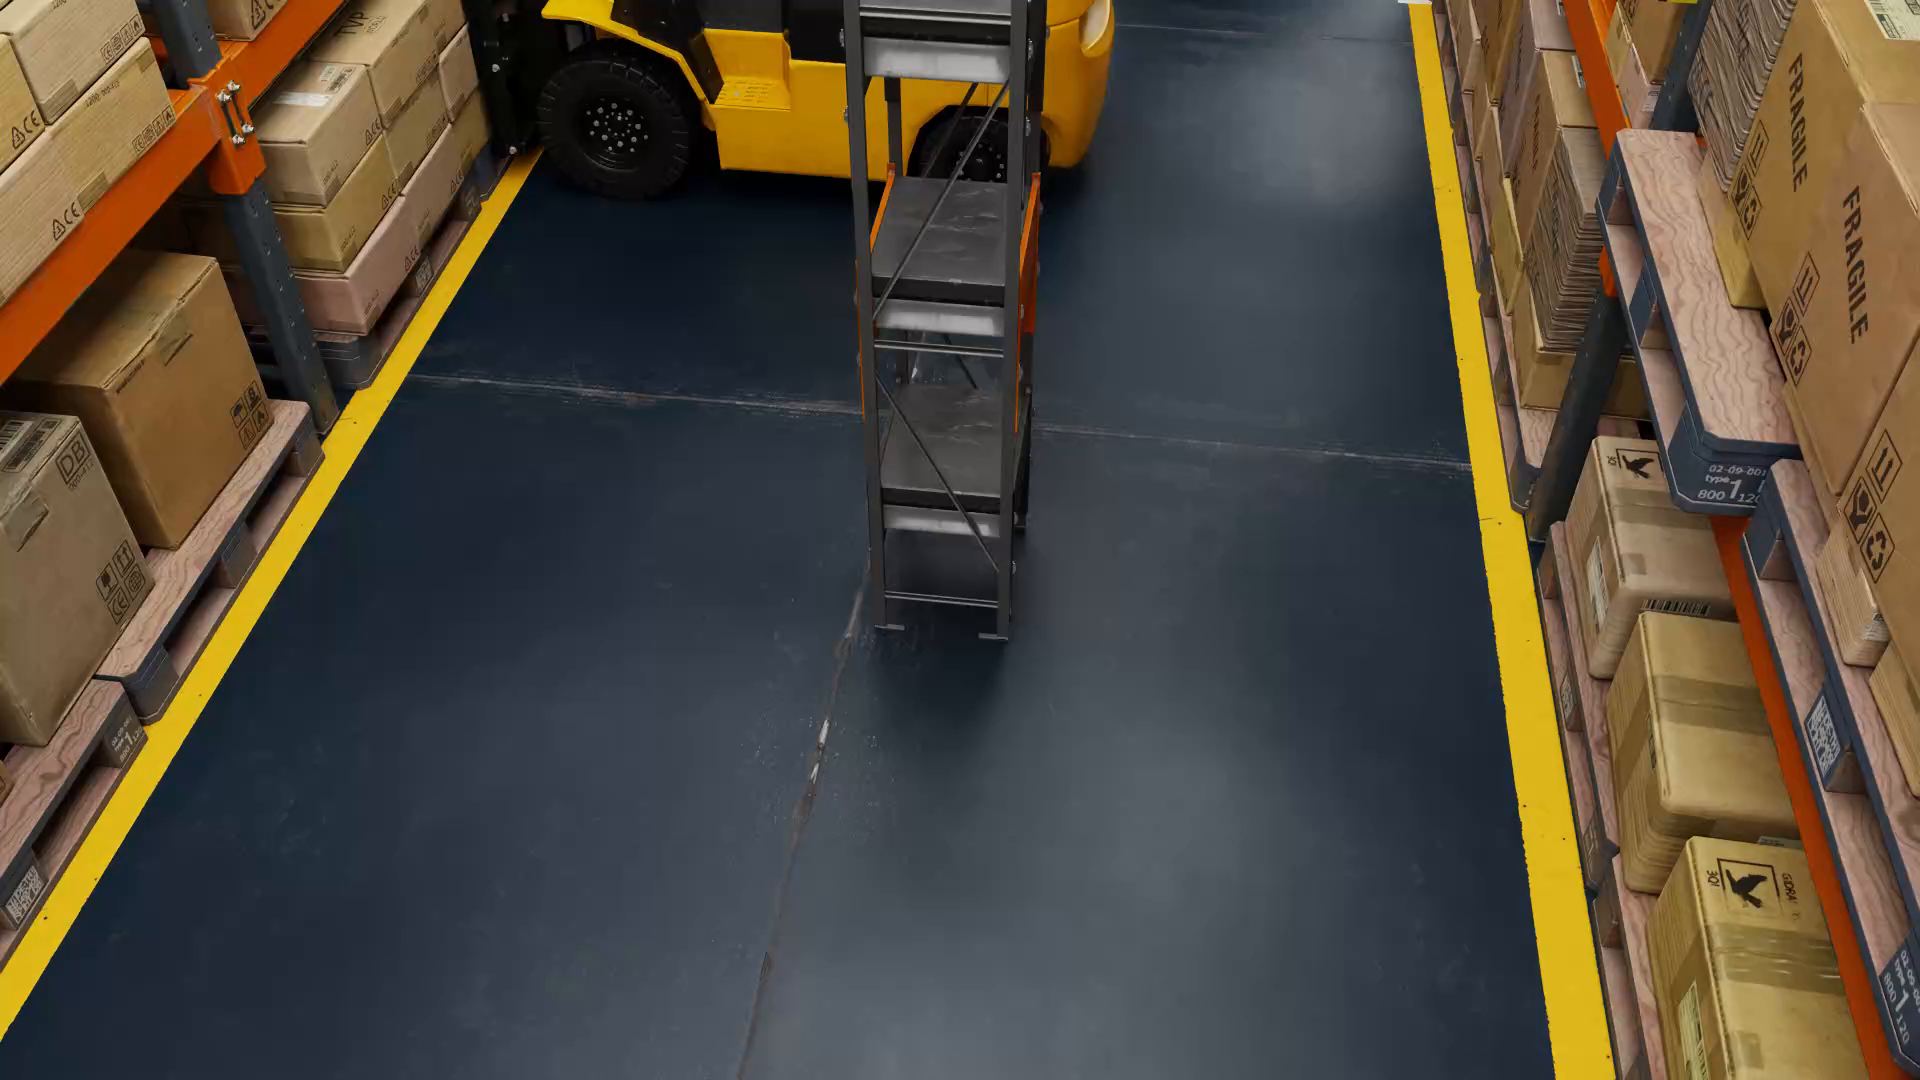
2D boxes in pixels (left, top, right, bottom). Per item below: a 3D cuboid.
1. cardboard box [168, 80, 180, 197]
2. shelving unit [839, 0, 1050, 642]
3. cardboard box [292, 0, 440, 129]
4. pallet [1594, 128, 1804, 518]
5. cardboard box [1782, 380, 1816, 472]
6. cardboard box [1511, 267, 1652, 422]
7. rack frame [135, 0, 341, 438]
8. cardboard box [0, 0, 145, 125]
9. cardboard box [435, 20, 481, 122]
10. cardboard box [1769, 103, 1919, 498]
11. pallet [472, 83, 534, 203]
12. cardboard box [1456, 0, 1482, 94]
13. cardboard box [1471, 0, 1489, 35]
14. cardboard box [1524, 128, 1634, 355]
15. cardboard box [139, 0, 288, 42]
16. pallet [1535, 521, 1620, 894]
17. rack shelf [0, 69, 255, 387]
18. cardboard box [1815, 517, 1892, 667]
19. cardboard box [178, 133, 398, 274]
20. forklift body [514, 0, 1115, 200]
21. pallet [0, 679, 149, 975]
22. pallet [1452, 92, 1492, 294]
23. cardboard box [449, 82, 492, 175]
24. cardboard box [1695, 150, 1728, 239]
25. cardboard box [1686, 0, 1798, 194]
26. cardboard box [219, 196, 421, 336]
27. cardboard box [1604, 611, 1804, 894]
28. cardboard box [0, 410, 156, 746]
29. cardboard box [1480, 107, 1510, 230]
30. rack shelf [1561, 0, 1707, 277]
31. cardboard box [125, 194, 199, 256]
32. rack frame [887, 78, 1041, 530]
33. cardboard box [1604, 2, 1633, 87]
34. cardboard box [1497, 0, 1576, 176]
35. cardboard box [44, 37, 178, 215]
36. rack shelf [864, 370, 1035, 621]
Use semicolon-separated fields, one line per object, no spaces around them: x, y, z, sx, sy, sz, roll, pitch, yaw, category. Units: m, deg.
-2.753;-1.393;5.507;0.500;0.250;0.500;6;44;6;cardboard box
-0.022;-0.650;4.409;0.431;2.100;0.503;5;44;6;shelving unit
-2.174;-1.689;5.819;0.500;0.250;0.500;5;44;6;cardboard box
2.049;-0.497;3.733;1.003;0.211;1.213;5;44;6;pallet
1.829;-0.247;3.206;0.380;0.149;0.250;6;44;6;cardboard box
2.106;-0.656;5.455;0.500;0.250;0.500;7;44;7;cardboard box
-2.626;-1.523;4.677;1.000;3.000;0.127;5;44;6;rack frame
-2.438;-1.292;4.178;0.500;0.250;0.500;4;44;5;cardboard box
-2.114;-1.845;6.348;0.500;0.250;0.500;5;44;5;cardboard box
1.803;-0.400;2.897;0.500;0.500;0.500;5;44;5;cardboard box
-2.321;-1.882;7.084;1.003;0.211;1.213;5;44;6;pallet
2.367;-2.083;6.962;0.500;0.250;0.500;7;44;7;cardboard box
2.375;-2.329;6.677;0.500;0.500;0.500;4;44;4;cardboard box
2.106;-0.928;5.198;0.500;0.500;0.500;5;44;5;cardboard box
-2.309;-1.838;4.937;0.500;0.500;0.500;4;44;4;cardboard box
2.193;0.469;4.601;1.003;0.211;1.213;5;44;6;pallet
-2.891;0.101;3.485;1.077;0.370;4.000;5;44;6;rack shelf
1.708;0.098;2.842;0.380;0.149;0.250;7;44;7;cardboard box
-2.256;-1.160;5.624;0.500;0.250;0.500;5;44;5;cardboard box
-0.540;-2.483;6.308;2.313;2.155;1.214;5;44;6;forklift body
-2.844;0.829;4.221;1.003;0.211;1.213;5;44;6;pallet
2.507;-1.356;6.529;1.003;0.211;1.213;5;44;6;pallet
-2.130;-1.676;6.532;0.500;0.250;0.500;6;44;6;cardboard box
1.908;-0.788;3.777;0.380;0.149;0.250;6;44;6;cardboard box
1.948;-1.078;3.612;0.500;0.500;0.500;6;44;7;cardboard box
-2.234;-0.977;5.794;0.500;0.250;0.500;6;44;6;cardboard box
2.136;0.575;4.066;0.950;0.372;0.625;8;44;8;cardboard box
-2.794;0.072;4.414;0.875;0.625;0.625;5;44;5;cardboard box
2.238;-1.366;6.205;0.500;0.250;0.500;6;44;6;cardboard box
2.559;-2.176;5.890;1.077;0.370;4.000;5;44;6;rack shelf
-2.765;-1.209;5.676;0.500;0.250;0.500;4;44;5;cardboard box
0.010;-0.816;4.585;0.400;2.100;0.015;5;44;6;rack frame
2.061;-1.400;4.730;0.380;0.149;0.250;6;44;6;cardboard box
2.238;-1.623;5.931;0.500;0.500;0.500;7;44;8;cardboard box
-2.434;-1.101;4.340;0.500;0.250;0.500;6;44;6;cardboard box
-0.022;-0.131;4.900;0.431;0.518;0.480;5;44;6;rack shelf
